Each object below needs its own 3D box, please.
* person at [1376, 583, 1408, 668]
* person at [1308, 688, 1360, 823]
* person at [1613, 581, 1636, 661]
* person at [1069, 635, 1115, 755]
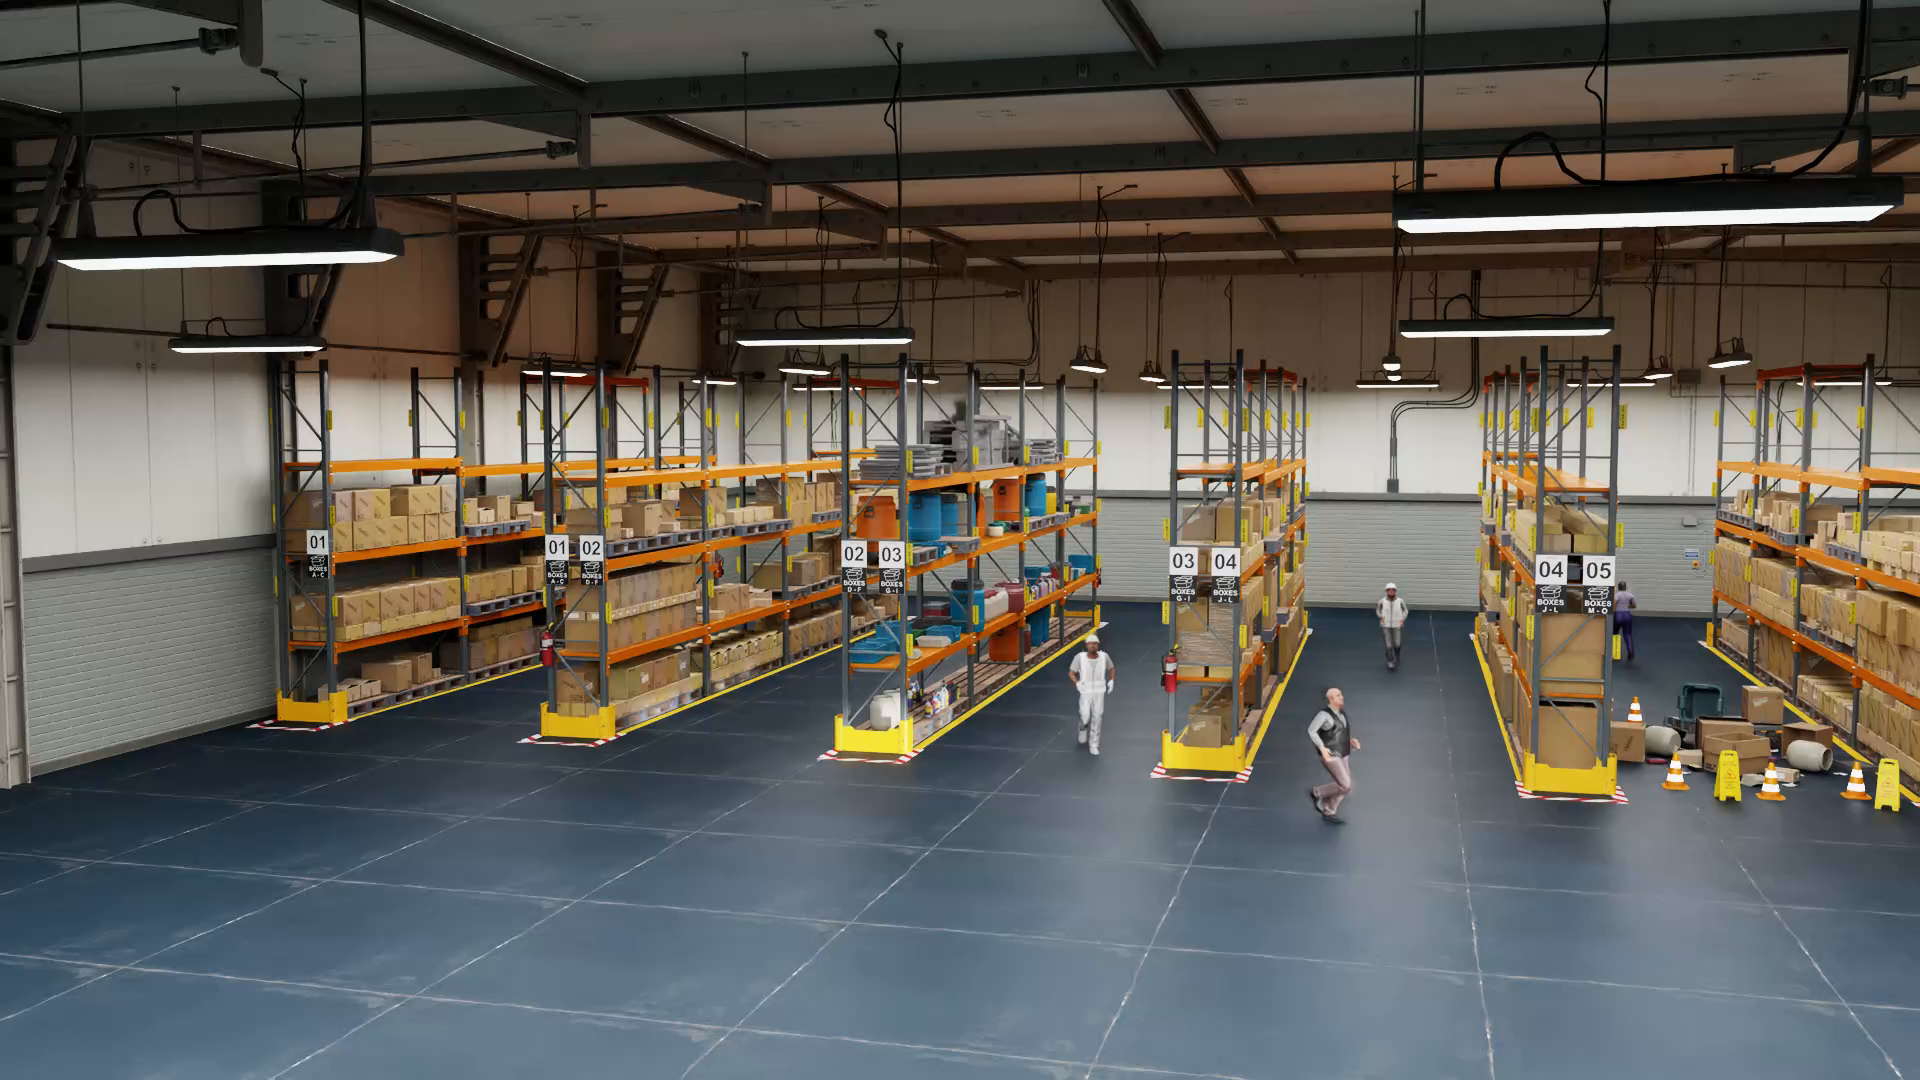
[{"bbox_3d":[8.670,1.729,33.384,0.635,1.727,0.564,1,4,14],"label":"person"},{"bbox_3d":[4.667,2.684,20.676,0.575,1.680,0.675,4,6,43],"label":"person"},{"bbox_3d":[13.733,1.686,34.485,0.624,1.676,0.875,0,4,1],"label":"person"},{"bbox_3d":[2.006,2.313,25.212,0.709,1.775,0.770,0,4,-2],"label":"person"}]
